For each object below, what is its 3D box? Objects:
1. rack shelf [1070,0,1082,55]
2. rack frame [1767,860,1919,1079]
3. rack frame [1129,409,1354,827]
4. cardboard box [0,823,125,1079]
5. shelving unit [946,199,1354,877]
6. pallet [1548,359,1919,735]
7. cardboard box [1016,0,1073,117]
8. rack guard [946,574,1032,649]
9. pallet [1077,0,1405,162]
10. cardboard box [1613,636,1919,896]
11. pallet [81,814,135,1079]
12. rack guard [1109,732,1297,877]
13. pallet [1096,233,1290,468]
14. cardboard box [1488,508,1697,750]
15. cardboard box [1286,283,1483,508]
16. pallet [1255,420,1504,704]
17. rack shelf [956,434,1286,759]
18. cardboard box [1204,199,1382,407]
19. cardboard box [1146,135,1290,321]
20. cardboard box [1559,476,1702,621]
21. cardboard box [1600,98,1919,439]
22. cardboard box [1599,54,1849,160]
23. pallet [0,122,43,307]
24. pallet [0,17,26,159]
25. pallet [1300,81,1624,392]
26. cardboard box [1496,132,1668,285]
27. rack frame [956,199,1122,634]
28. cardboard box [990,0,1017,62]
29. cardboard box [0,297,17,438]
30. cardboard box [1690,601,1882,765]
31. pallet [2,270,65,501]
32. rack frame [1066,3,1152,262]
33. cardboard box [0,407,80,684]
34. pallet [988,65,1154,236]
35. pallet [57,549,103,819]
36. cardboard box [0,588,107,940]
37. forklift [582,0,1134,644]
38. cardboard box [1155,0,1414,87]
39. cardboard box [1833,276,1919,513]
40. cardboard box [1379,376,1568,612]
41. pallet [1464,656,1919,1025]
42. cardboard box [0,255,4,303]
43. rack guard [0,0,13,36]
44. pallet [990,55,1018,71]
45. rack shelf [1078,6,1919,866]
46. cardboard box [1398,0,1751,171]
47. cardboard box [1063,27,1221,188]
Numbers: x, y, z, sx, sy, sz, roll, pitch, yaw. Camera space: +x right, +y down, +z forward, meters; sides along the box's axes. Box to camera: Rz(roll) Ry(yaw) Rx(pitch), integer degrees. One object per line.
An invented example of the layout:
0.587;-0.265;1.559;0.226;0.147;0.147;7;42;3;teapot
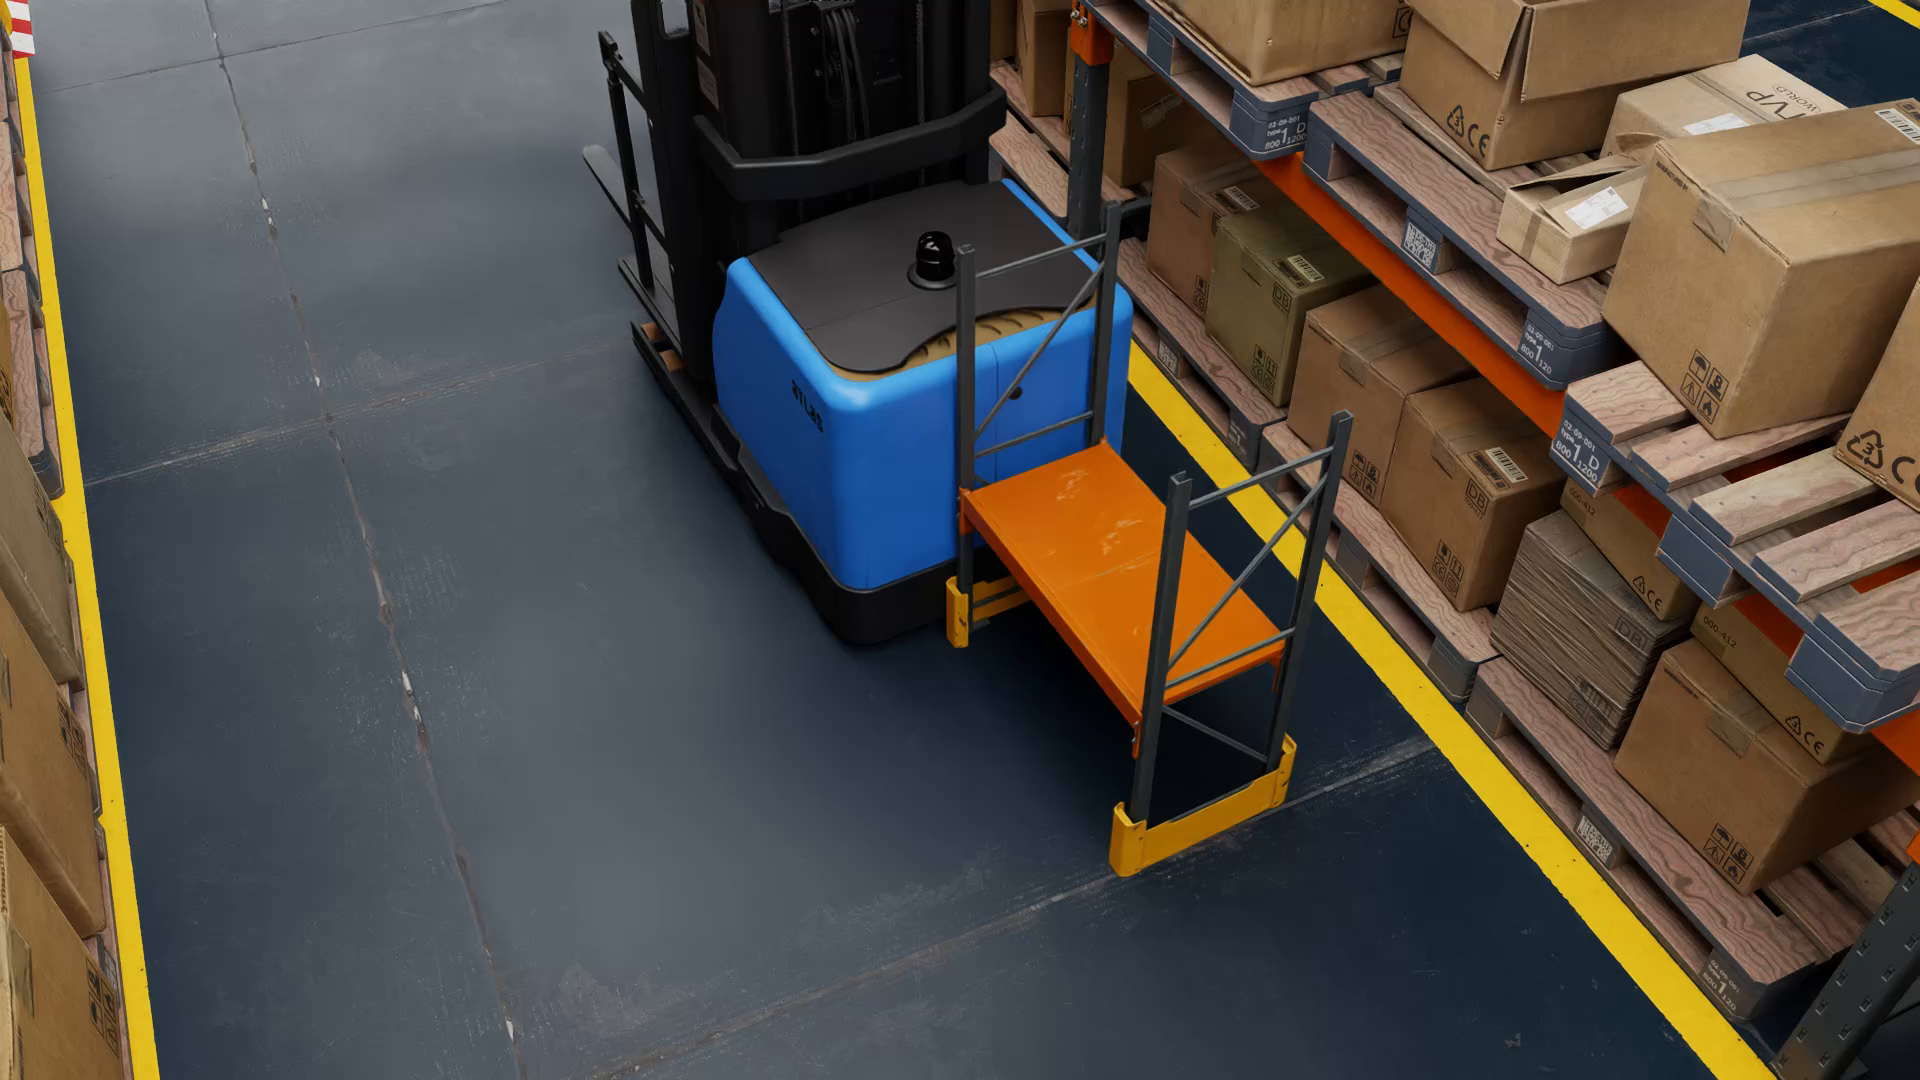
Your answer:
0.071;-3.366;7.538;1.077;0.370;4.000;-18;47;-17;rack shelf
2.594;0.201;3.410;1.000;3.000;0.127;-18;47;-17;rack frame
0.701;0.317;4.361;0.500;1.500;0.032;-21;48;-20;rack frame
-2.494;1.282;3.618;1.050;0.750;0.750;-17;47;-17;cardboard box
0.463;0.008;4.674;0.587;1.500;1.083;-21;48;-20;shelving unit
2.198;-0.153;3.906;1.213;0.211;1.003;-18;47;-17;pallet
0.532;-2.237;7.362;0.500;0.500;0.500;-5;45;-5;cardboard box
0.226;0.146;5.424;0.587;0.250;0.087;-21;48;-20;rack guard
1.101;-1.750;5.524;1.003;0.211;1.213;-18;47;-17;pallet
2.294;0.513;4.561;0.700;0.500;0.500;-20;48;-19;cardboard box
-2.721;1.293;4.289;1.003;0.211;1.213;-18;47;-17;pallet
0.700;0.761;4.801;0.587;0.250;0.087;-21;48;-20;rack guard
1.241;-0.859;6.471;1.003;0.211;1.213;-18;47;-17;pallet
2.049;0.164;4.915;0.700;0.500;0.500;-22;49;-21;cardboard box
1.570;-0.551;5.639;0.700;0.500;0.500;-22;49;-21;cardboard box
1.758;-0.081;5.682;1.003;0.211;1.213;-18;47;-17;pallet
0.459;0.131;4.806;0.538;0.185;1.000;-21;48;-20;rack shelf
1.334;-0.907;6.001;0.700;0.500;0.500;-18;47;-18;cardboard box
1.151;-1.217;6.314;0.700;0.500;0.500;-22;49;-20;cardboard box
2.053;-0.086;4.634;0.500;0.250;0.500;-13;46;-13;cardboard box
2.005;-0.642;3.895;0.700;0.500;0.500;-12;46;-12;cardboard box
2.098;-1.031;4.467;0.500;0.250;0.500;-19;48;-19;cardboard box
-4.396;-1.241;6.858;1.003;0.211;1.213;-18;47;-17;pallet
-4.905;-2.017;7.644;1.003;0.211;1.213;-18;47;-17;pallet
1.724;-0.980;4.744;1.003;0.211;1.213;-18;47;-17;pallet
1.648;-0.883;4.306;0.396;0.266;0.258;-19;48;-19;cardboard box
0.217;-0.311;4.998;0.500;1.500;0.032;-21;48;-20;rack frame
0.200;-2.609;7.740;0.500;0.500;0.500;-22;49;-21;cardboard box
-3.832;-0.762;5.600;0.875;0.875;0.875;-17;47;-17;cardboard box
2.285;0.249;4.294;0.500;0.250;0.500;-16;47;-16;cardboard box
-3.880;-0.462;6.068;1.003;0.211;1.213;-18;47;-17;pallet
0.912;-2.348;5.994;1.000;3.000;0.127;-18;47;-17;rack frame
-3.288;0.073;4.843;1.050;0.750;0.750;-18;47;-18;cardboard box
0.597;-1.773;7.396;1.003;0.211;1.213;-18;47;-17;pallet
-3.238;0.515;5.078;1.003;0.211;1.213;-18;47;-17;pallet
-2.886;0.689;4.219;1.050;0.750;0.750;-18;47;-17;cardboard box
-0.605;-1.742;5.429;1.130;2.935;3.031;-21;48;-20;forklift
1.119;-2.163;5.081;1.000;1.000;1.000;-18;47;-17;cardboard box
2.330;-0.316;3.565;0.500;0.500;0.500;-24;49;-22;cardboard box
1.804;-0.196;5.279;0.700;0.500;0.500;-14;46;-14;cardboard box
2.267;0.695;4.895;1.003;0.211;1.213;-18;47;-17;pallet
-4.214;-1.335;6.181;0.875;0.875;0.875;-18;47;-17;cardboard box
-5.323;-2.622;8.051;1.175;0.500;0.348;-18;47;-17;rack guard
0.081;-2.551;8.185;1.003;0.211;1.213;-18;47;-17;pallet
1.753;-0.817;4.955;1.077;0.370;4.000;-18;47;-17;rack shelf
1.725;-1.457;4.718;0.797;0.503;0.637;-14;46;-13;cardboard box
0.780;-1.874;6.995;0.500;0.500;0.500;-19;48;-19;cardboard box
